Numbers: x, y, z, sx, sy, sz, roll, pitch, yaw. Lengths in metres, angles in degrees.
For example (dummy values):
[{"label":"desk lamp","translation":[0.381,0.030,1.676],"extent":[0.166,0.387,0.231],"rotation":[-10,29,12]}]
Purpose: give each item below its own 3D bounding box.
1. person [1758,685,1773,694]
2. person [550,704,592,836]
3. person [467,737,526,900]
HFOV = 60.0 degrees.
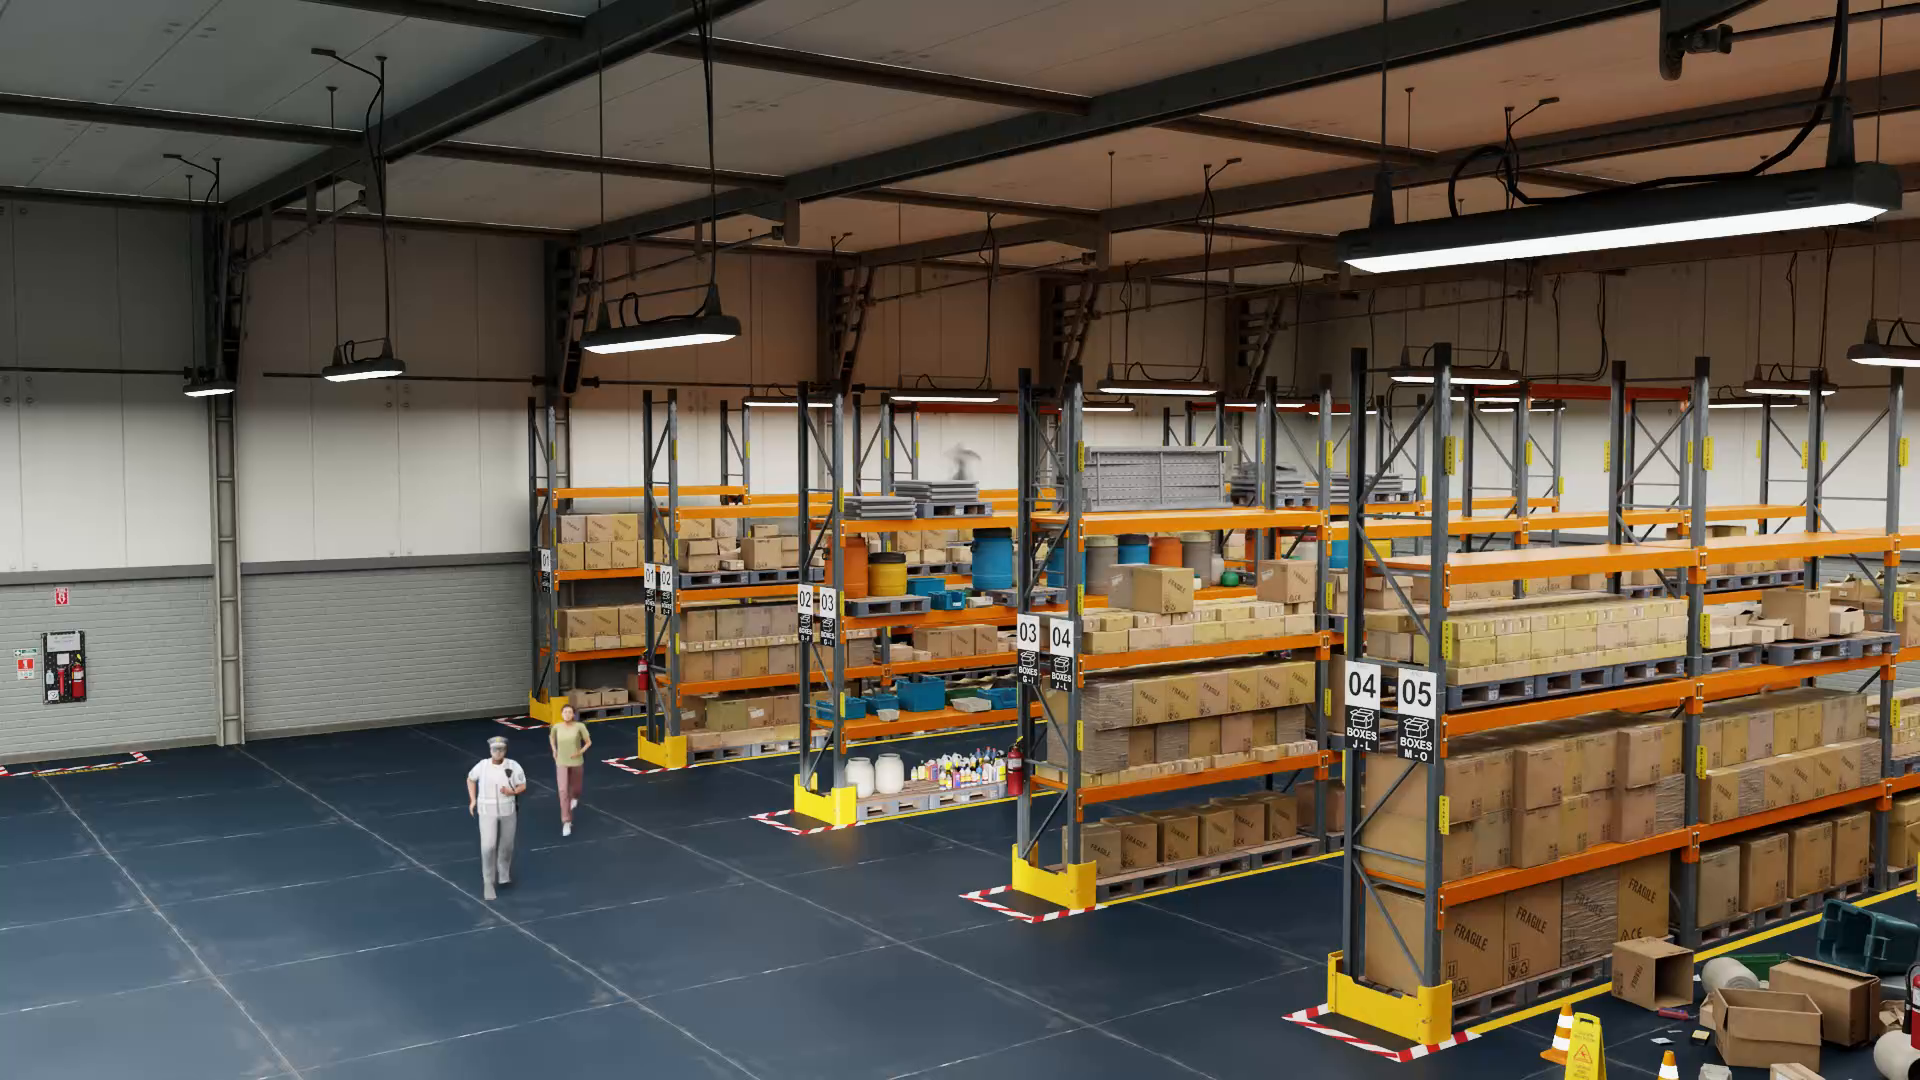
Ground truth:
[{"label":"person","translation":[11.747,2.907,24.310],"extent":[0.889,1.590,0.534],"rotation":[-3,5,-43]},{"label":"person","translation":[-5.227,3.025,22.343],"extent":[0.546,1.670,1.123],"rotation":[-1,3,-14]},{"label":"person","translation":[-5.292,3.160,19.045],"extent":[0.633,1.851,0.785],"rotation":[-1,4,-20]}]
